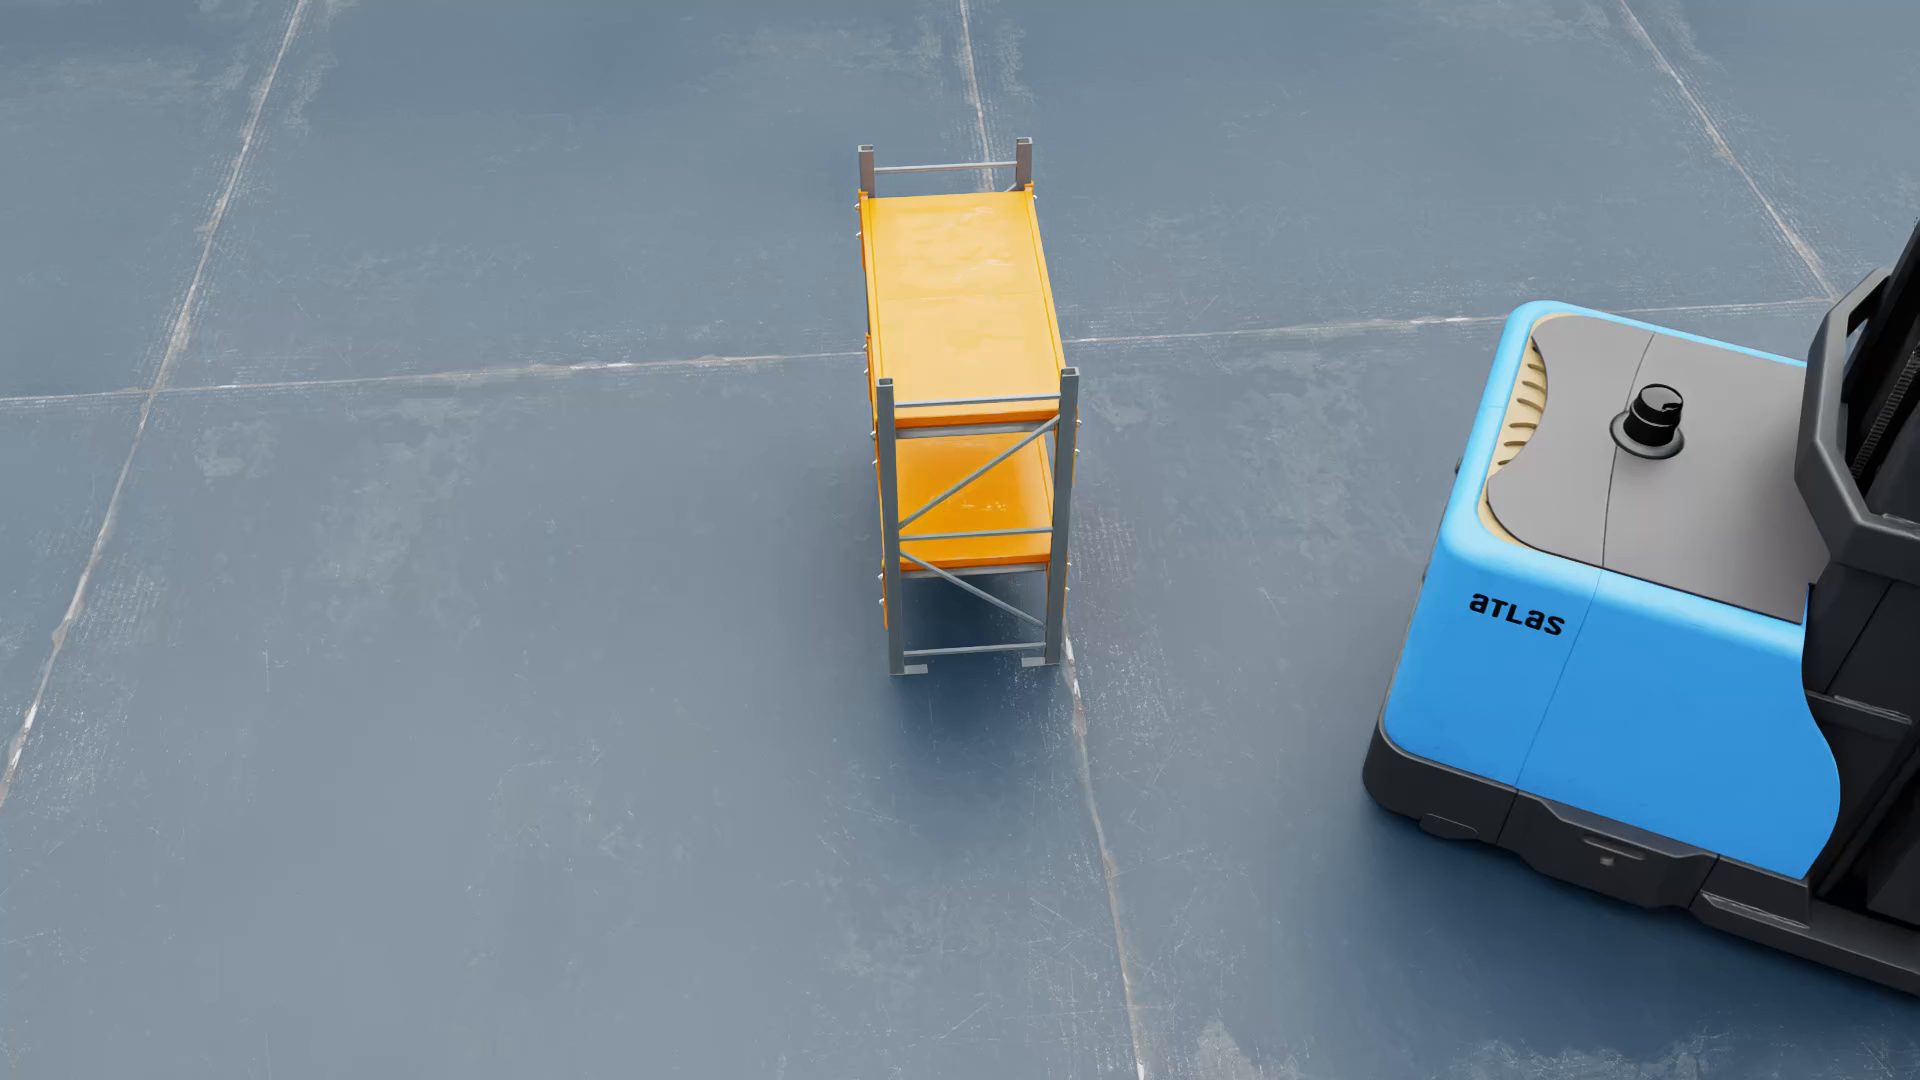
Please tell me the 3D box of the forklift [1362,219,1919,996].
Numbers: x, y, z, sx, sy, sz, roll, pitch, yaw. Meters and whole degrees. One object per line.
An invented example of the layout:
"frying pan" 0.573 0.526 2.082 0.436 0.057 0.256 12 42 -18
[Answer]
"forklift" 2.662 -0.178 3.400 3.031 2.935 1.130 17 49 16

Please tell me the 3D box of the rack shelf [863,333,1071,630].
"rack shelf" 0.001 -0.214 5.014 0.538 0.278 1.000 -3 47 -3

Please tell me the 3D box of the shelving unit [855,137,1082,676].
"shelving unit" 0.001 -0.382 4.837 0.538 1.125 1.048 -3 47 -3

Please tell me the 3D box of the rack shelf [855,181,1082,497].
"rack shelf" 0.001 -0.583 4.624 0.538 0.278 1.000 -3 47 -3

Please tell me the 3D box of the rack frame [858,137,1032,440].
"rack frame" -0.042 -0.750 5.185 0.500 1.125 0.032 -3 47 -3

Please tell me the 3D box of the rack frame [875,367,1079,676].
"rack frame" 0.043 -0.014 4.489 0.500 1.125 0.032 -3 47 -3
